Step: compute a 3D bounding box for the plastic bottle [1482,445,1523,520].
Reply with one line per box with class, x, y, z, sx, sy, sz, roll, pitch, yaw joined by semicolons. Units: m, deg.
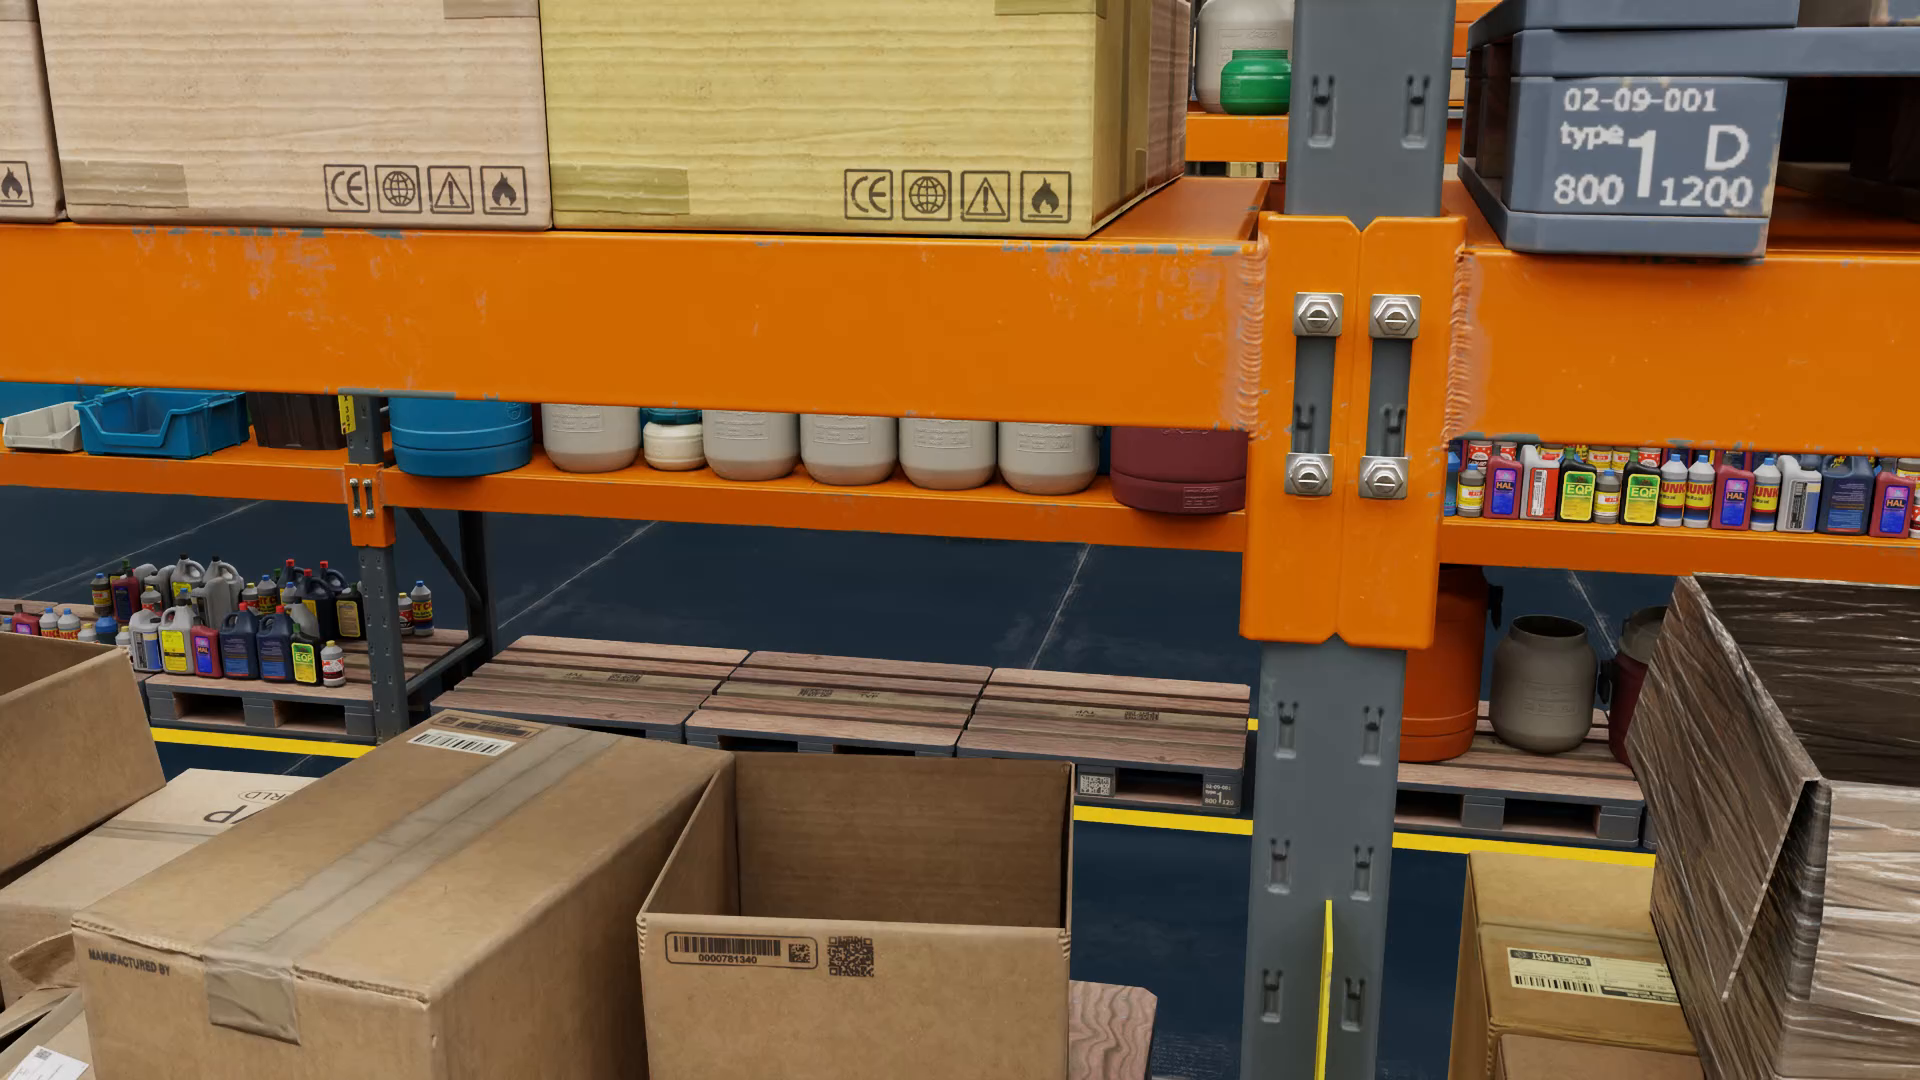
plastic bottle;2.091;-0.224;6.399;0.133;0.283;0.061;3;16;11

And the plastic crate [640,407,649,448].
plastic crate;-1.358;-0.645;7.730;0.575;0.384;0.392;3;16;11

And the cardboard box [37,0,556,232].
cardboard box;-0.572;-0.478;1.762;0.500;0.250;0.500;3;16;11

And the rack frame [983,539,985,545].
rack frame;0.172;-0.497;10.818;0.008;1.050;0.200;3;16;11

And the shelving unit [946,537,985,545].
shelving unit;0.052;-0.503;10.842;0.252;1.050;0.215;3;16;11

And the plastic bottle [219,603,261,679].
plastic bottle;-3.378;0.466;7.829;0.185;0.351;0.144;2;16;8

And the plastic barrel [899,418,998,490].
plastic barrel;-0.045;-0.492;6.939;0.421;0.512;0.421;0;15;0

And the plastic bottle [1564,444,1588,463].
plastic bottle;2.617;-0.401;7.062;0.097;0.271;0.097;0;15;0

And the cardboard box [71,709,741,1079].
cardboard box;-0.672;0.607;2.209;0.500;0.500;0.700;6;16;19

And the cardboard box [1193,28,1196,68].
cardboard box;1.436;-3.321;11.236;0.500;0.250;0.500;4;16;13

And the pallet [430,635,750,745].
pallet;-1.724;0.746;7.904;1.213;0.211;1.003;3;16;11

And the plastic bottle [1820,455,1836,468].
plastic bottle;3.498;-0.314;6.747;0.097;0.271;0.097;0;15;0

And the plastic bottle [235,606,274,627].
plastic bottle;-3.373;0.462;7.984;0.135;0.276;0.152;3;16;11

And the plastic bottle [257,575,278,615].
plastic bottle;-3.546;0.314;8.527;0.097;0.271;0.097;0;15;0

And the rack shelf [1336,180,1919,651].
rack shelf;2.392;-0.114;1.512;4.000;0.370;1.077;3;16;11

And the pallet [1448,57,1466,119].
pallet;2.149;-1.705;6.263;1.213;0.211;1.003;3;16;11

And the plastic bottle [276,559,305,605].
plastic bottle;-3.394;0.273;8.524;0.185;0.351;0.144;2;16;9

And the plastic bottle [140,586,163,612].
plastic bottle;-4.163;0.339;8.568;0.097;0.201;0.097;0;15;0

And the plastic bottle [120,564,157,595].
plastic bottle;-4.292;0.262;8.706;0.135;0.276;0.152;3;16;12

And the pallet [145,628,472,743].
pallet;-3.151;0.668;8.186;1.213;0.211;1.003;3;16;11

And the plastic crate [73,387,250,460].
plastic crate;-3.640;-0.546;7.622;0.616;0.251;0.499;3;16;11

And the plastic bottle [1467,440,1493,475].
plastic bottle;2.236;-0.388;7.146;0.097;0.201;0.097;0;15;0

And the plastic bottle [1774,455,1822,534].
plastic bottle;3.137;-0.176;6.239;0.135;0.276;0.152;3;16;11

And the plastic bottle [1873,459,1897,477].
plastic bottle;3.439;-0.166;6.214;0.097;0.271;0.097;0;15;0

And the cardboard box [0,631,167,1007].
cardboard box;-1.771;0.482;2.653;0.637;0.503;0.797;5;16;17

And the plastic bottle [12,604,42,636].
plastic bottle;-4.488;0.449;8.015;0.133;0.283;0.061;3;16;12

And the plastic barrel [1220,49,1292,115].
plastic barrel;1.167;-1.787;6.497;0.294;0.245;0.294;0;15;0

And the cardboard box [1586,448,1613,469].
cardboard box;4.316;-0.540;11.181;0.500;0.500;0.500;3;16;9

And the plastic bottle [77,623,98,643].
plastic bottle;-4.175;0.501;7.982;0.097;0.201;0.097;0;15;0

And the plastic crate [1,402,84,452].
plastic crate;-4.143;-0.523;7.754;0.437;0.136;0.530;3;16;11

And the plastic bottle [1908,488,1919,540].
plastic bottle;3.557;-0.109;6.140;0.097;0.201;0.097;0;15;0

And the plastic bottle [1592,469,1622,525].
plastic bottle;2.471;-0.168;6.353;0.097;0.201;0.097;0;15;0

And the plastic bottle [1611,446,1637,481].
plastic bottle;2.808;-0.357;7.033;0.097;0.201;0.097;0;15;0

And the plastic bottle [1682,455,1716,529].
plastic bottle;2.792;-0.185;6.281;0.097;0.271;0.097;0;15;0

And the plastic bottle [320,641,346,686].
plastic bottle;-2.919;0.569;7.736;0.097;0.201;0.097;0;15;0

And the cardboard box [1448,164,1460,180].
cardboard box;4.804;-3.425;15.552;0.500;0.250;0.500;3;16;11

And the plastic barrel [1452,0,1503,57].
plastic barrel;1.974;-2.241;6.252;0.708;0.830;0.600;3;16;11

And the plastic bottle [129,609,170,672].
plastic bottle;-3.853;0.475;7.936;0.135;0.276;0.152;3;16;12

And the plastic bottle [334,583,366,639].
plastic bottle;-3.069;0.354;8.360;0.133;0.283;0.061;3;16;11

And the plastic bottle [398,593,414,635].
plastic bottle;-2.826;0.370;8.455;0.097;0.201;0.097;0;15;0

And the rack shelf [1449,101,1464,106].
rack shelf;4.369;-2.705;10.866;4.000;0.370;1.077;3;16;11

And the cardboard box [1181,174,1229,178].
cardboard box;2.377;-3.314;16.324;0.500;0.500;0.700;2;16;6

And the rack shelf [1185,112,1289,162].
rack shelf;-0.541;-1.622;6.957;4.000;0.370;1.077;3;16;11

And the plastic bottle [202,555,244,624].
plastic bottle;-3.811;0.251;8.605;0.185;0.351;0.144;3;16;11

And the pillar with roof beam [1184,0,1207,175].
pillar with roof beam;1.434;-5.069;12.434;0.400;9.000;9.100;3;16;11

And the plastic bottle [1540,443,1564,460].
plastic bottle;2.522;-0.372;7.090;0.097;0.201;0.097;0;15;0

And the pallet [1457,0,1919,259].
pallet;1.073;-0.455;1.751;1.003;0.211;1.213;4;16;14

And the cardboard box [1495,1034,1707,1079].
cardboard box;0.854;0.928;1.836;0.500;0.500;0.500;4;16;13

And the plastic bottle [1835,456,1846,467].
plastic bottle;3.623;-0.346;6.865;0.097;0.271;0.097;0;15;0

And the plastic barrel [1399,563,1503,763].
plastic barrel;1.902;0.448;7.033;0.708;0.830;0.600;3;16;11

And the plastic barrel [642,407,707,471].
plastic barrel;-1.235;-0.452;7.265;0.301;0.262;0.301;0;15;0
